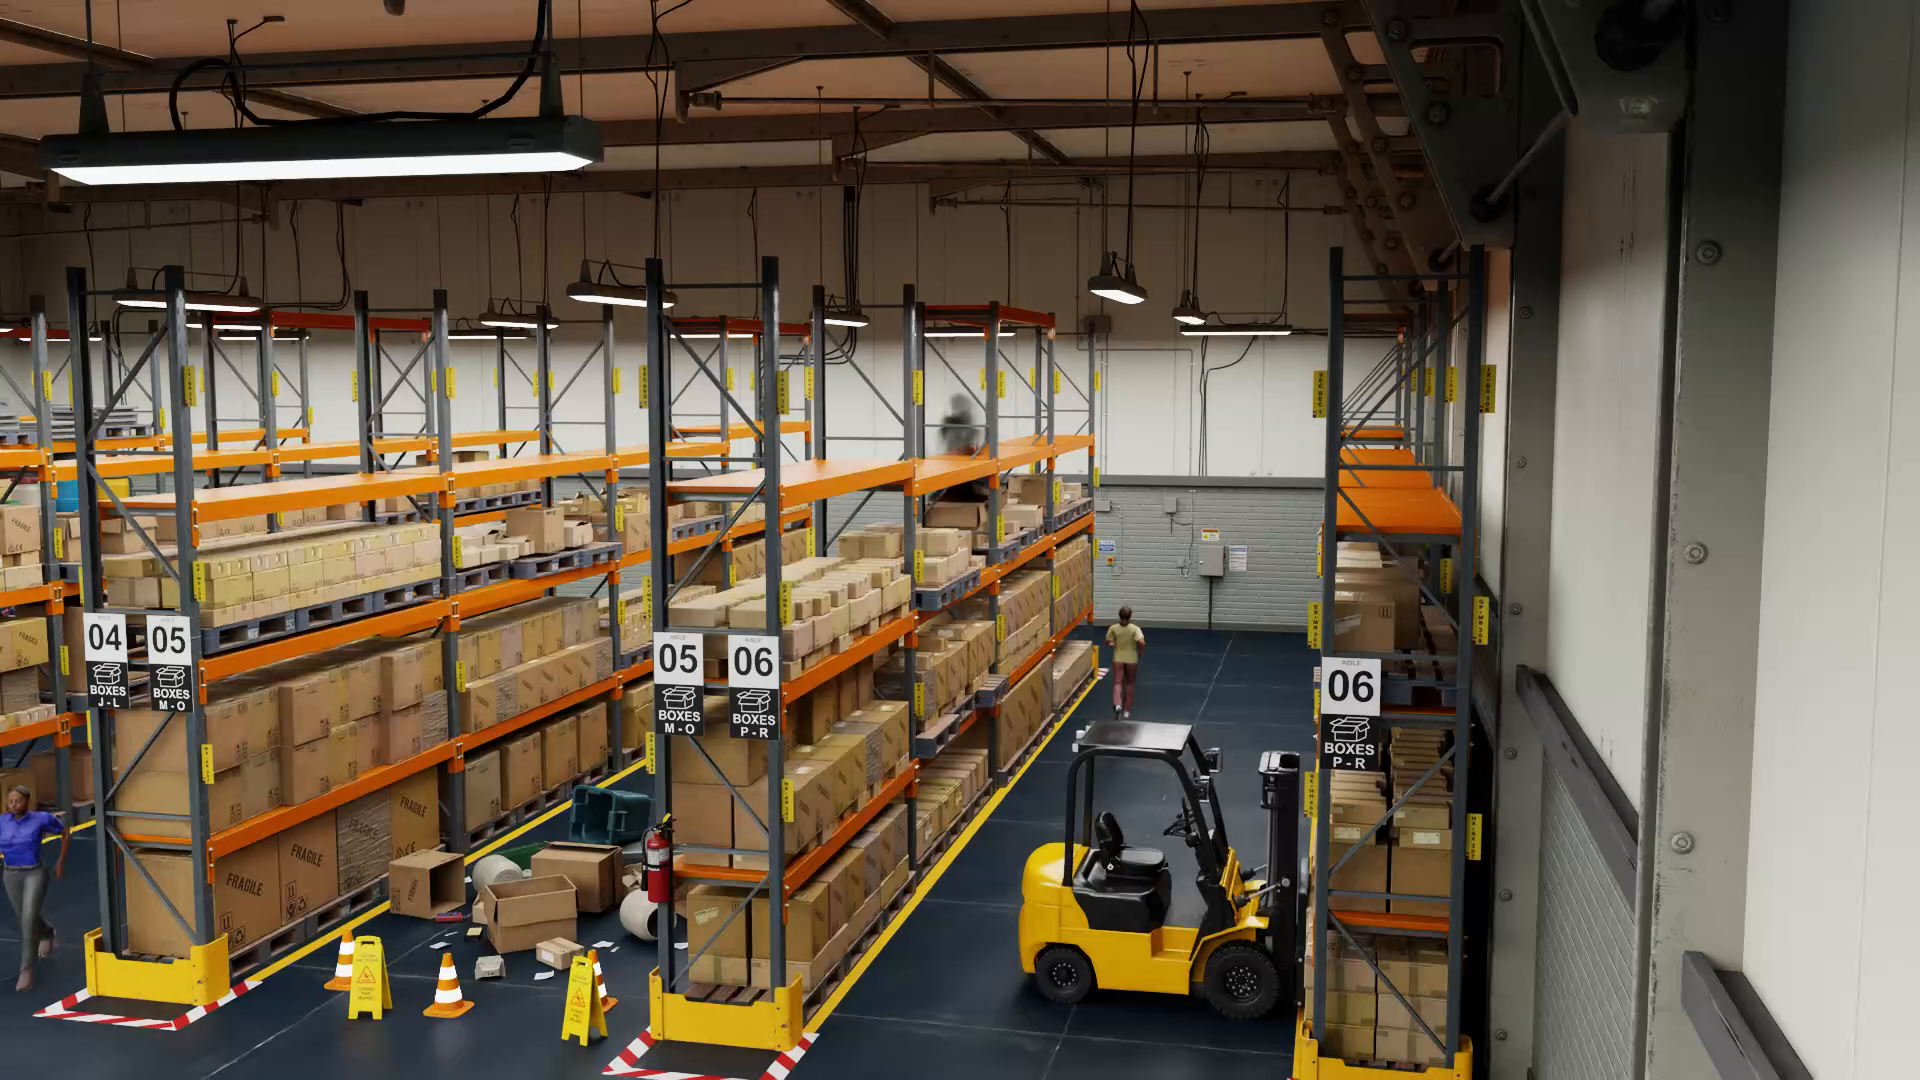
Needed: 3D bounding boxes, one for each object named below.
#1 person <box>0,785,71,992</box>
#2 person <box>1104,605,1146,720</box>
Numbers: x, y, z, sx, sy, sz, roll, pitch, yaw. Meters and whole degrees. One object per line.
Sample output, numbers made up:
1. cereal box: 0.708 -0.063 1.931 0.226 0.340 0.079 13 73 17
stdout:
1. person: -7.990 2.914 14.254 0.613 1.677 0.894 0 6 -5
2. person: 2.319 1.720 23.312 0.588 1.635 0.734 1 6 11
